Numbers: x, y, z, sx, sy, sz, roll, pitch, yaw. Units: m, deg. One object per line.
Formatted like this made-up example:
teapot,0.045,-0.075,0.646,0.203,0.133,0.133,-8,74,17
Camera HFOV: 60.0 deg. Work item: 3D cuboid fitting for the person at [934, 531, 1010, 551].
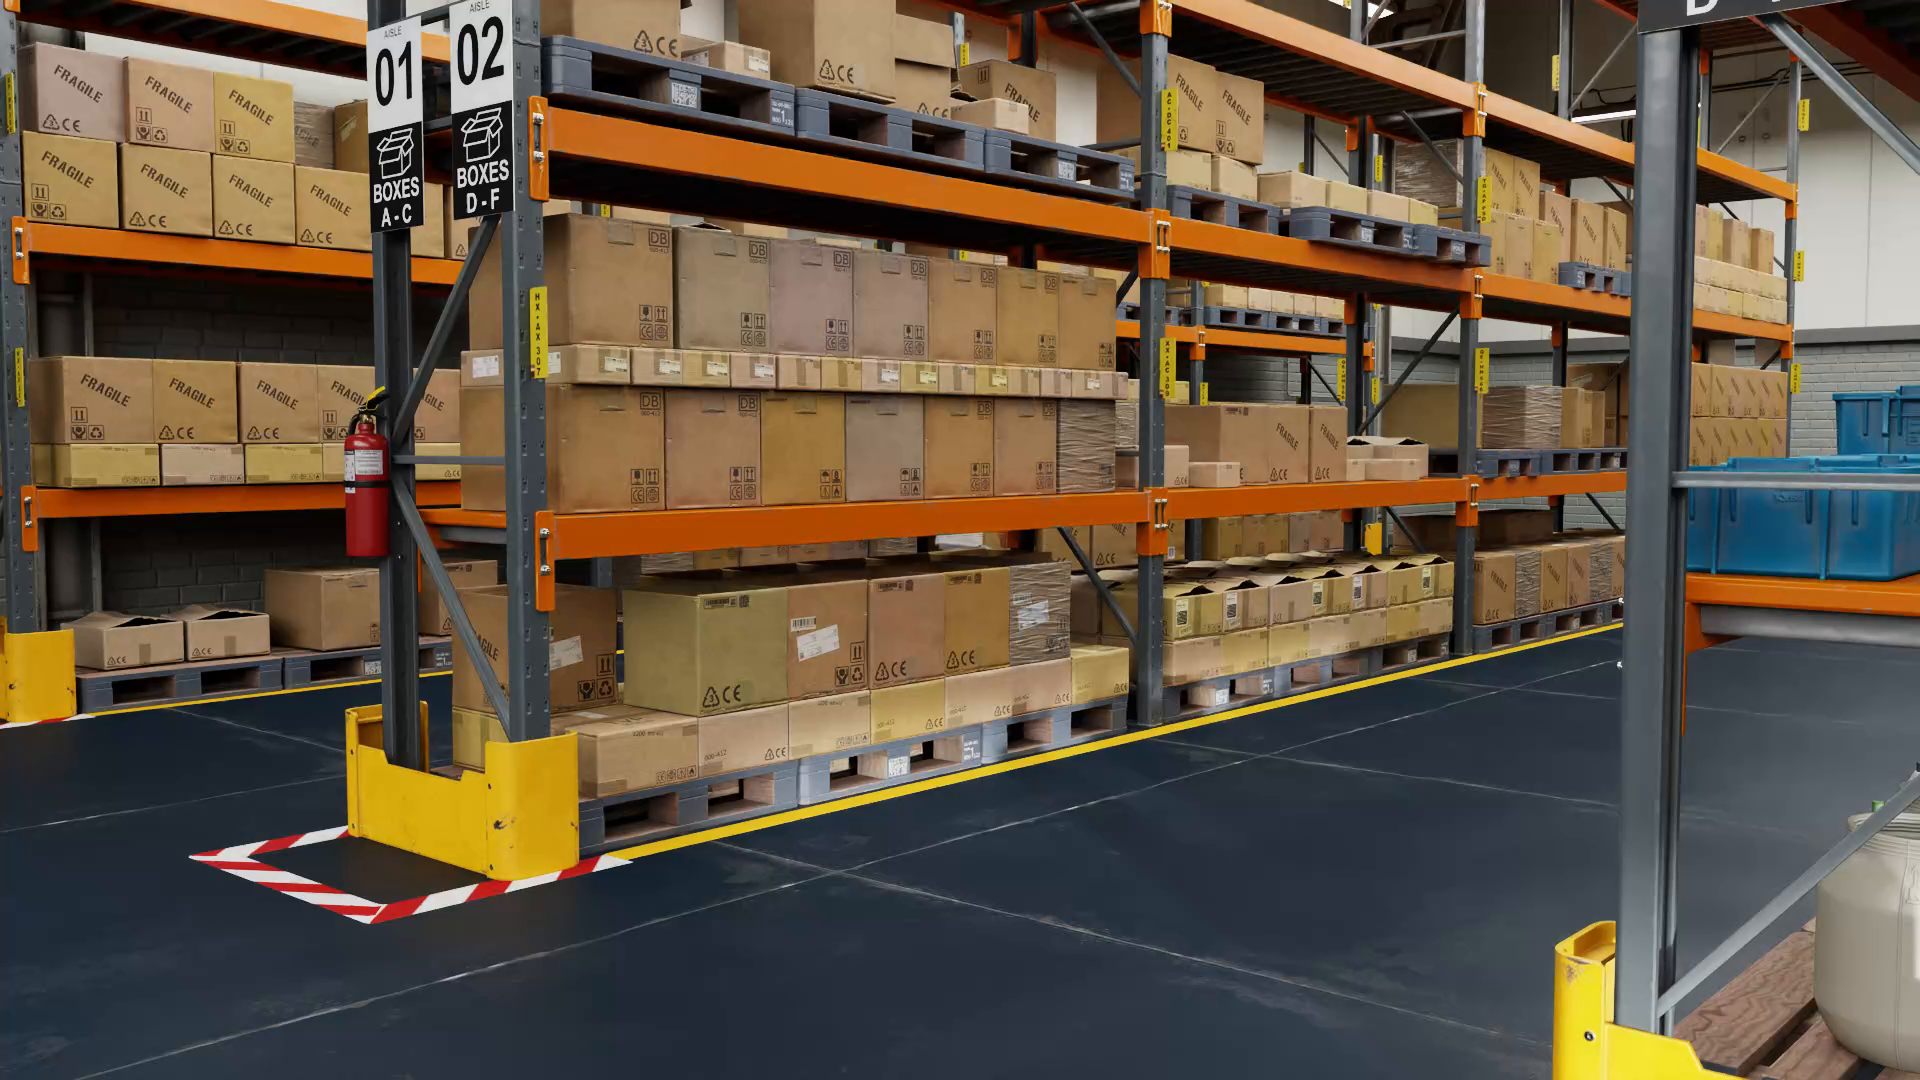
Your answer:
person,0.112,0.069,13.436,0.584,1.412,0.766,3,5,41
